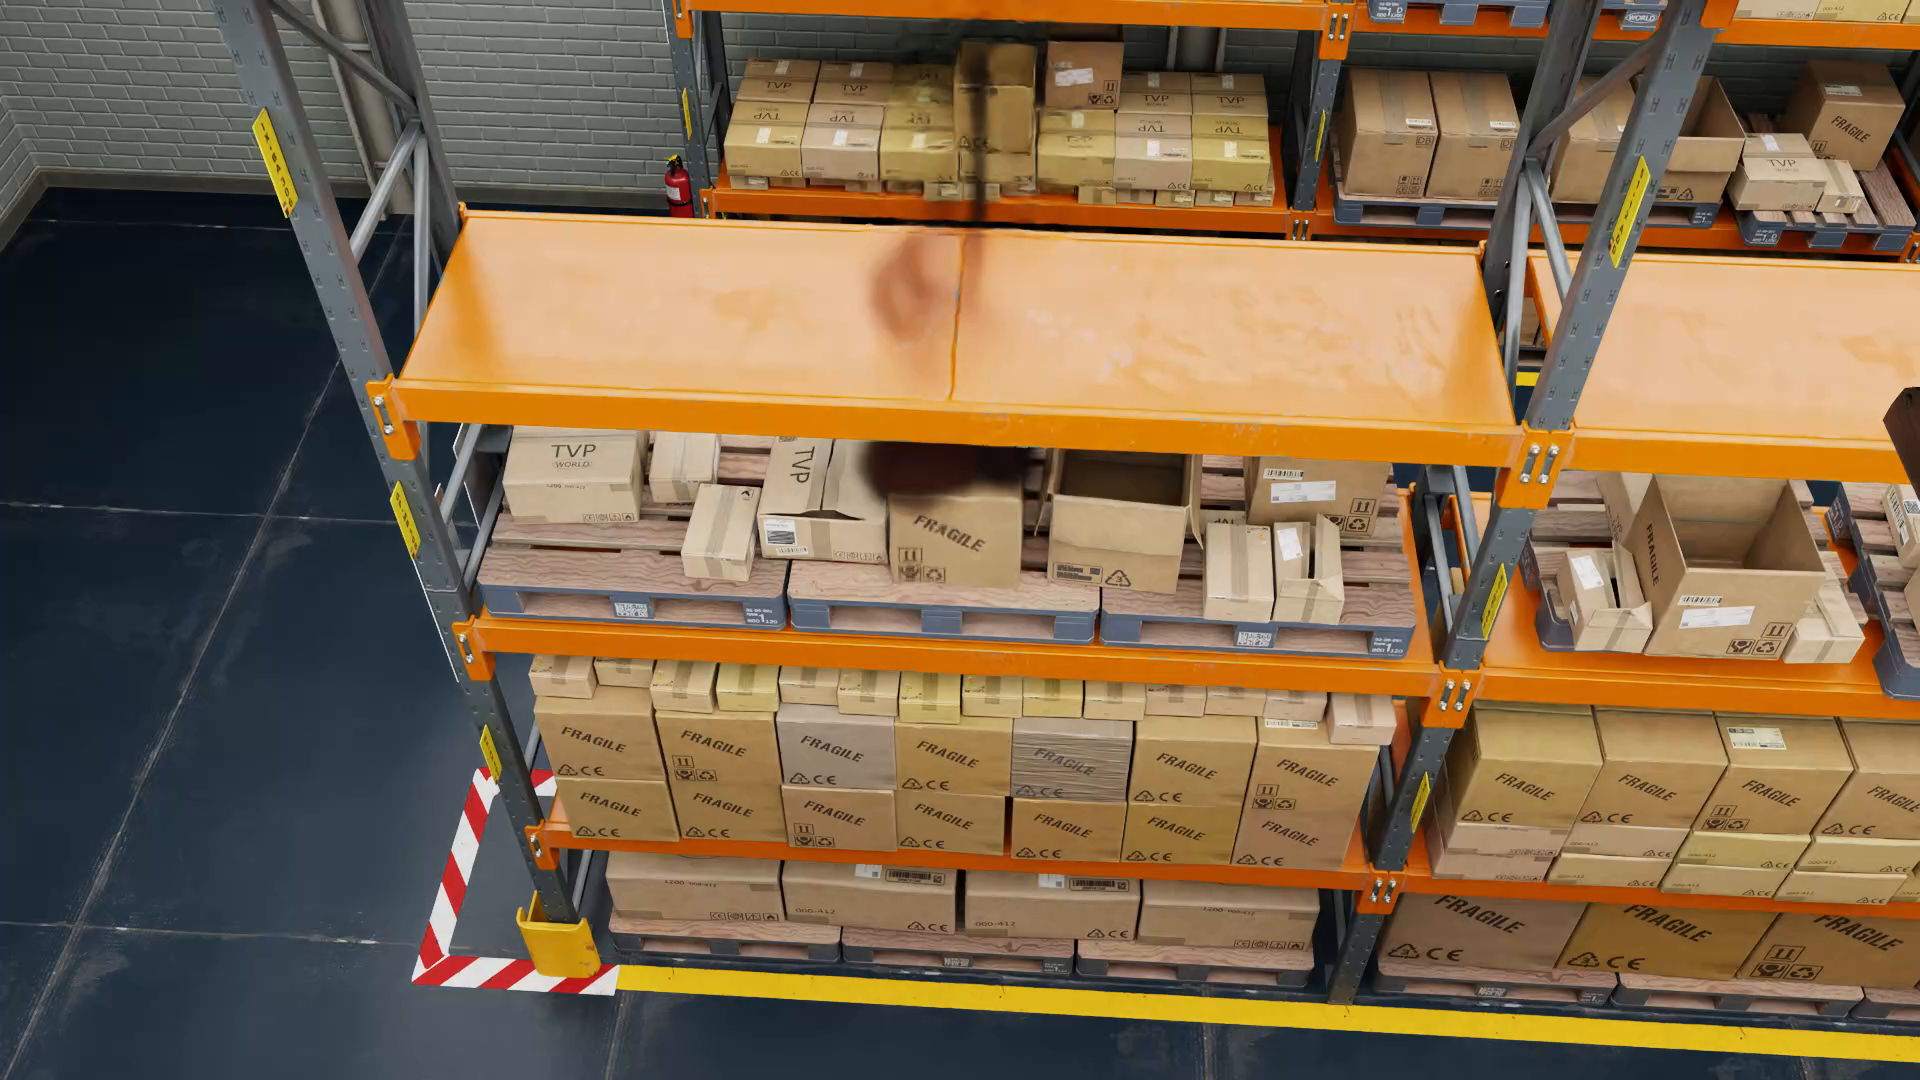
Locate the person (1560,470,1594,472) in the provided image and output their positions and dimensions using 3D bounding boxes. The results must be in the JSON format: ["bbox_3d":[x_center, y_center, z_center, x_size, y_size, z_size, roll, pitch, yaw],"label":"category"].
[{"bbox_3d":[3.750,-0.417,10.000,0.758,1.770,0.590,-5,48,-4],"label":"person"}]
